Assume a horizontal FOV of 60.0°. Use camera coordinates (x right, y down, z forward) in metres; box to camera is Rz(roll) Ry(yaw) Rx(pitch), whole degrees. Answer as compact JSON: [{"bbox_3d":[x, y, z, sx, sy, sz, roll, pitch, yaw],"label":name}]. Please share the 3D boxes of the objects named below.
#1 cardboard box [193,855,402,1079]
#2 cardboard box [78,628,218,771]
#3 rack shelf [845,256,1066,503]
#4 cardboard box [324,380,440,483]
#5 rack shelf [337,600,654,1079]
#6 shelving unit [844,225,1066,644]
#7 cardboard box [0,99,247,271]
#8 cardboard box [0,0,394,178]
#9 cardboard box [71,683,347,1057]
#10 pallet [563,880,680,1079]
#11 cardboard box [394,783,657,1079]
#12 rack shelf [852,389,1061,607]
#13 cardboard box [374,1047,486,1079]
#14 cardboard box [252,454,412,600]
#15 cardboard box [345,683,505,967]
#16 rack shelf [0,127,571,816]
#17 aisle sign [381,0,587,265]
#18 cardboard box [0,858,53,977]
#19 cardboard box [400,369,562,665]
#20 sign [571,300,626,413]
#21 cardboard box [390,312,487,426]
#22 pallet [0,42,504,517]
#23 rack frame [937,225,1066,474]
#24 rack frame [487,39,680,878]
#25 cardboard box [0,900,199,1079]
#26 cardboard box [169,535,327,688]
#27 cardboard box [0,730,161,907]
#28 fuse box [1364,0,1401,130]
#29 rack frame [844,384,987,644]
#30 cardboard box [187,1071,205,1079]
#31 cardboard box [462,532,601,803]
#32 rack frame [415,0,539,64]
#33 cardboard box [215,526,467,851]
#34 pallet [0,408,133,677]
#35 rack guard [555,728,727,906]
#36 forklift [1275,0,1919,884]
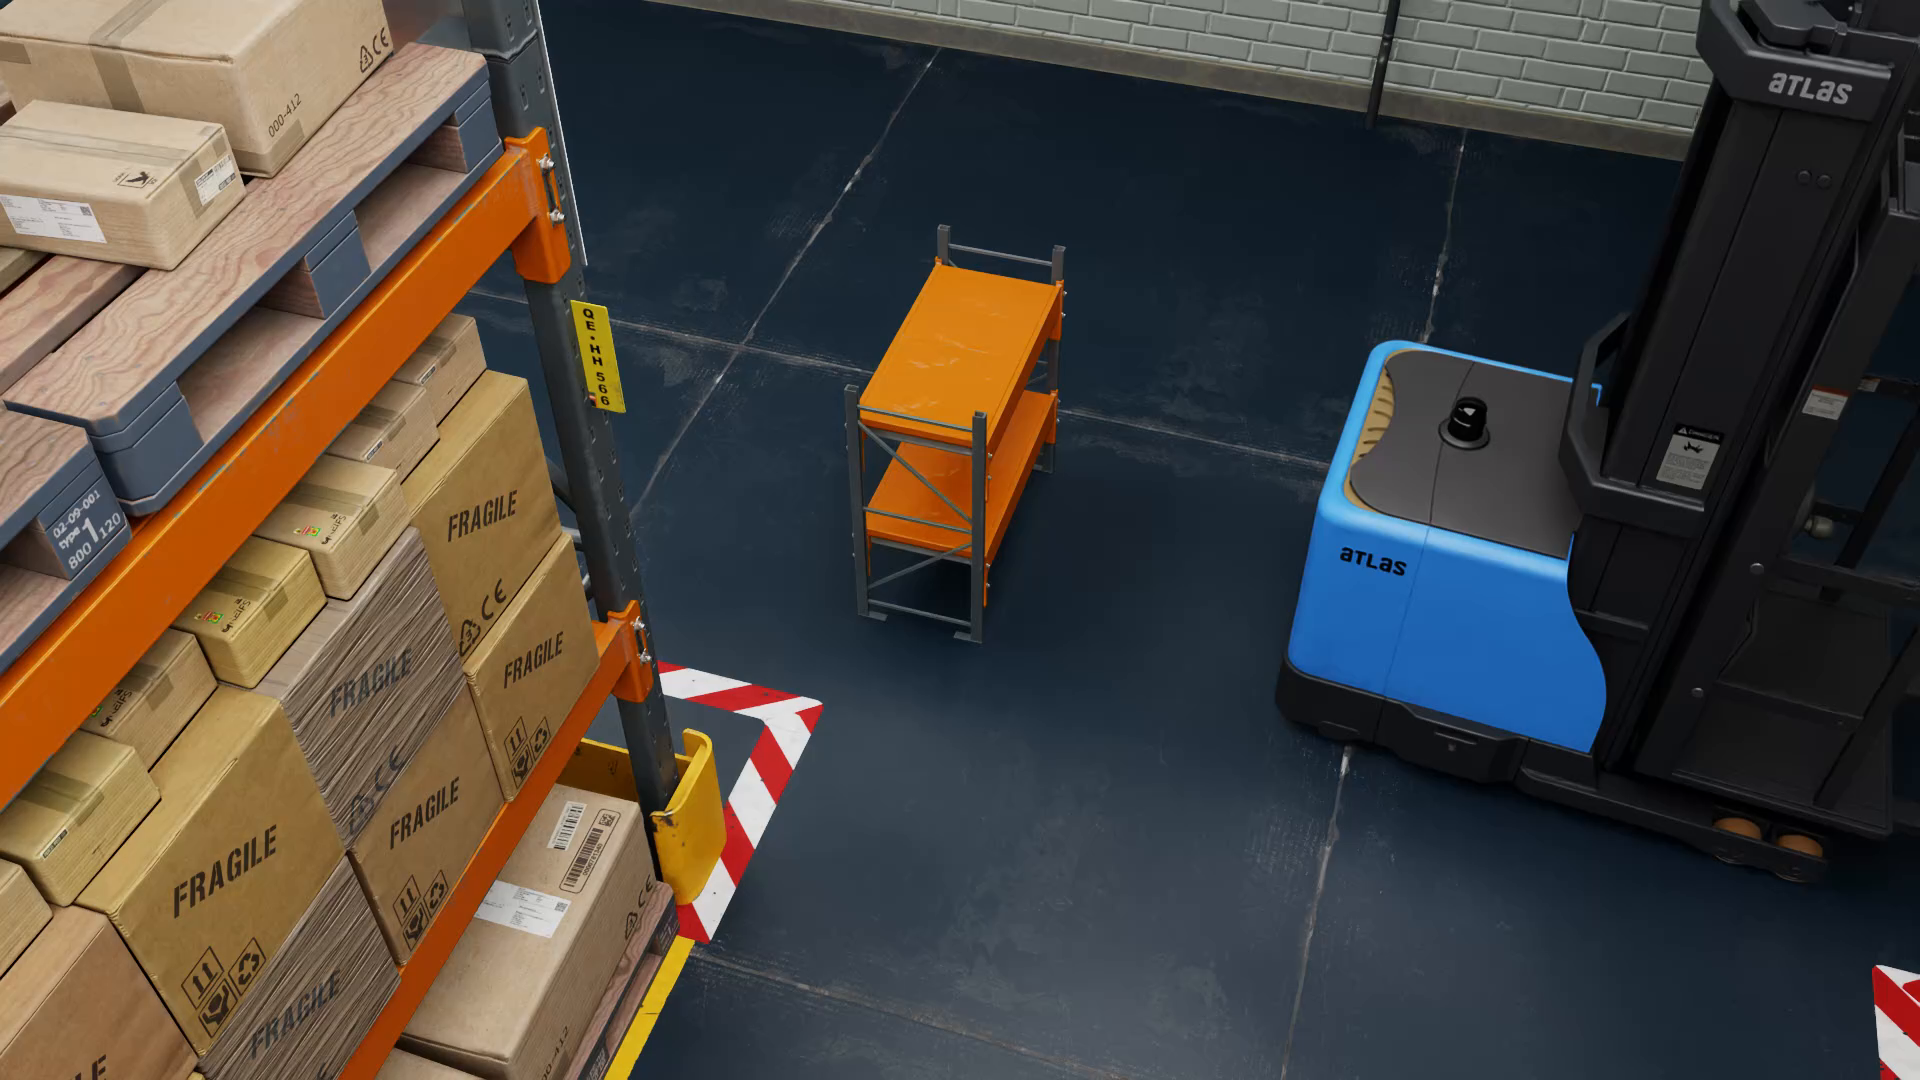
[{"bbox_3d":[-1.605,0.948,3.565,0.500,0.500,0.500,14,46,14],"label":"cardboard box"},{"bbox_3d":[-1.630,0.269,3.080,0.380,0.149,0.250,12,46,12],"label":"cardboard box"},{"bbox_3d":[0.002,-0.616,6.156,0.538,0.278,1.000,13,46,13],"label":"rack shelf"},{"bbox_3d":[-1.370,-0.239,3.600,0.380,0.149,0.250,13,46,13],"label":"cardboard box"},{"bbox_3d":[-2.004,1.520,3.567,1.077,0.370,4.000,13,46,13],"label":"rack shelf"},{"bbox_3d":[0.002,-0.407,6.361,0.538,1.125,1.048,13,46,13],"label":"shelving unit"},{"bbox_3d":[-1.500,-0.623,2.905,0.380,0.149,0.250,9,45,9],"label":"cardboard box"},{"bbox_3d":[-1.449,-0.956,3.173,0.500,0.250,0.500,9,45,9],"label":"cardboard box"},{"bbox_3d":[-1.601,0.592,3.214,0.500,0.500,0.500,12,46,12],"label":"cardboard box"},{"bbox_3d":[-1.566,1.476,5.091,1.003,0.211,1.213,13,46,13],"label":"pallet"},{"bbox_3d":[-1.503,1.156,4.955,0.875,0.438,0.875,11,45,11],"label":"cardboard box"},{"bbox_3d":[0.002,-0.232,6.532,0.538,0.278,1.000,13,46,13],"label":"rack shelf"},{"bbox_3d":[-1.772,1.768,4.330,0.875,0.438,0.875,14,46,14],"label":"cardboard box"},{"bbox_3d":[-1.368,-0.050,3.406,0.380,0.149,0.250,12,46,12],"label":"cardboard box"},{"bbox_3d":[-1.459,0.603,3.918,0.500,0.500,0.500,12,46,12],"label":"cardboard box"},{"bbox_3d":[-2.004,0.448,2.517,1.077,0.370,4.000,13,46,13],"label":"rack shelf"},{"bbox_3d":[-1.081,-0.982,3.750,0.394,0.787,0.004,13,46,13],"label":"aisle sign"},{"bbox_3d":[-1.748,0.619,2.722,0.380,0.149,0.250,14,46,14],"label":"cardboard box"},{"bbox_3d":[-1.318,-0.092,3.913,0.500,0.500,0.500,14,46,14],"label":"cardboard box"},{"bbox_3d":[-0.885,-0.445,4.063,0.100,0.325,0.005,13,46,13],"label":"sign"},{"bbox_3d":[-1.316,-0.414,3.778,0.380,0.149,0.250,13,46,13],"label":"cardboard box"},{"bbox_3d":[-1.613,-0.614,3.152,1.003,0.211,1.213,13,46,13],"label":"pallet"},{"bbox_3d":[0.156,-0.745,6.707,0.500,1.125,0.032,13,46,13],"label":"rack frame"},{"bbox_3d":[-1.398,-0.070,4.677,1.000,3.000,0.127,13,46,13],"label":"rack frame"},{"bbox_3d":[-1.755,0.927,2.872,0.500,0.500,0.500,12,46,12],"label":"cardboard box"},{"bbox_3d":[-1.484,0.110,3.243,0.380,0.149,0.250,14,46,13],"label":"cardboard box"},{"bbox_3d":[-1.650,0.448,2.897,0.380,0.149,0.250,14,46,13],"label":"cardboard box"},{"bbox_3d":[2.245,-2.831,8.420,0.539,1.711,0.414,13,46,13],"label":"fuse box"},{"bbox_3d":[-0.152,-0.068,6.015,0.500,1.125,0.032,13,46,13],"label":"rack frame"},{"bbox_3d":[-1.749,1.295,3.211,0.500,0.500,0.500,14,46,14],"label":"cardboard box"},{"bbox_3d":[-1.292,0.271,4.256,0.500,0.500,0.500,13,46,13],"label":"cardboard box"},{"bbox_3d":[-1.398,-2.215,2.579,1.000,3.000,0.127,13,46,13],"label":"rack frame"},{"bbox_3d":[-1.448,0.263,3.550,0.500,0.500,0.500,13,46,13],"label":"cardboard box"},{"bbox_3d":[-1.981,0.202,2.318,1.003,0.211,1.213,13,46,13],"label":"pallet"},{"bbox_3d":[-1.391,0.807,5.568,1.175,0.500,0.348,13,46,13],"label":"rack guard"},{"bbox_3d":[2.716,-0.326,4.987,3.031,2.935,1.130,15,46,15],"label":"forklift"}]
